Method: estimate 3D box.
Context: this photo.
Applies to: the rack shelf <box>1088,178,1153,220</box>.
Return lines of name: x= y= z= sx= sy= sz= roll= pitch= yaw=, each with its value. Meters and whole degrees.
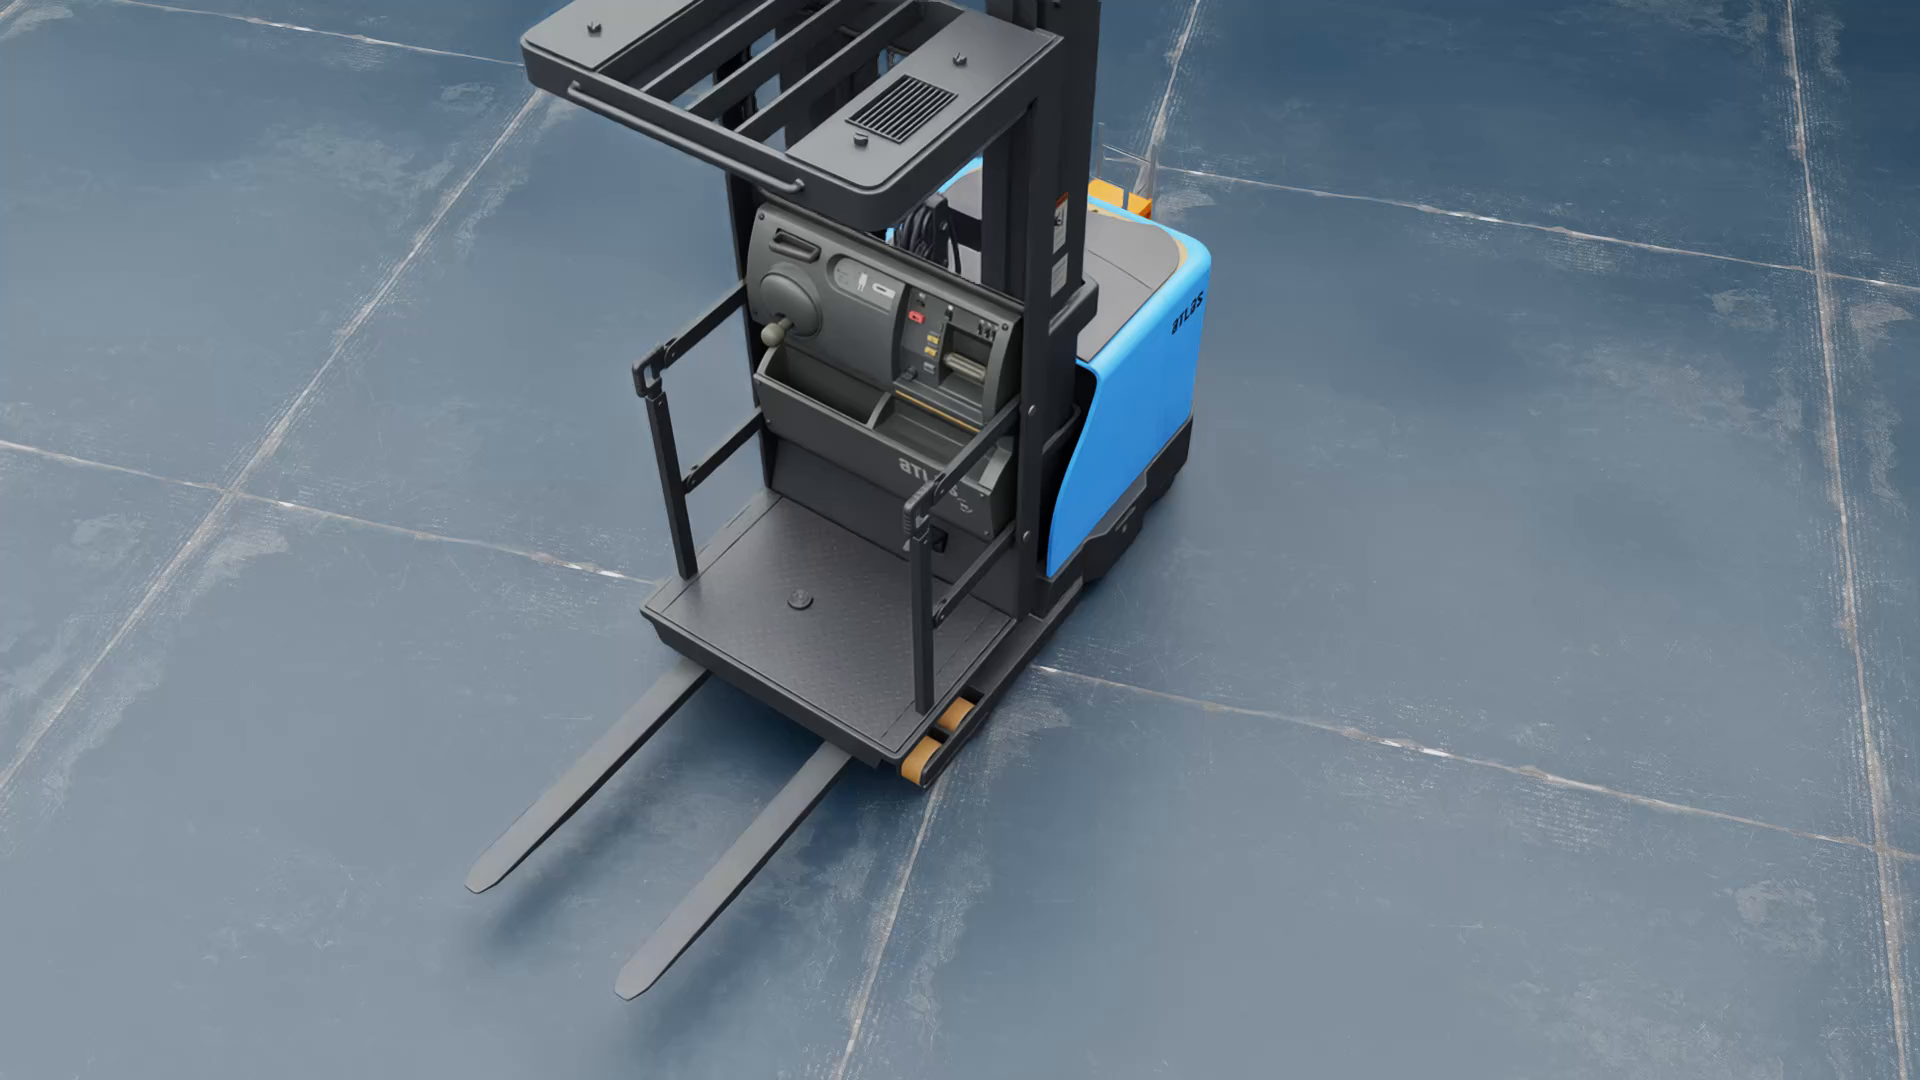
rack shelf: x=0.548 y=-1.203 z=6.091 sx=0.258 sy=0.103 sz=0.180 roll=27 pitch=54 yaw=22

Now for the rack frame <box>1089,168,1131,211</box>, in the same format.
rack frame: x=0.496 y=-0.938 z=6.278 sx=0.240 sy=1.200 sz=0.006 roll=27 pitch=54 yaw=22

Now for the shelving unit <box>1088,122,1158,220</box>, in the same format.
shelving unit: x=0.548 y=-0.995 z=6.328 sx=0.258 sy=1.200 sz=0.189 roll=27 pitch=54 yaw=22

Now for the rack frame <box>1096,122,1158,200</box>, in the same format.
rack frame: x=0.600 y=-1.051 z=6.377 sx=0.240 sy=1.200 sz=0.006 roll=27 pitch=54 yaw=22

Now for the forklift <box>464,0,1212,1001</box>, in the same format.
forklift: x=-0.368 y=-0.571 z=4.799 sx=1.130 sy=2.935 sz=3.031 roll=27 pitch=54 yaw=22
